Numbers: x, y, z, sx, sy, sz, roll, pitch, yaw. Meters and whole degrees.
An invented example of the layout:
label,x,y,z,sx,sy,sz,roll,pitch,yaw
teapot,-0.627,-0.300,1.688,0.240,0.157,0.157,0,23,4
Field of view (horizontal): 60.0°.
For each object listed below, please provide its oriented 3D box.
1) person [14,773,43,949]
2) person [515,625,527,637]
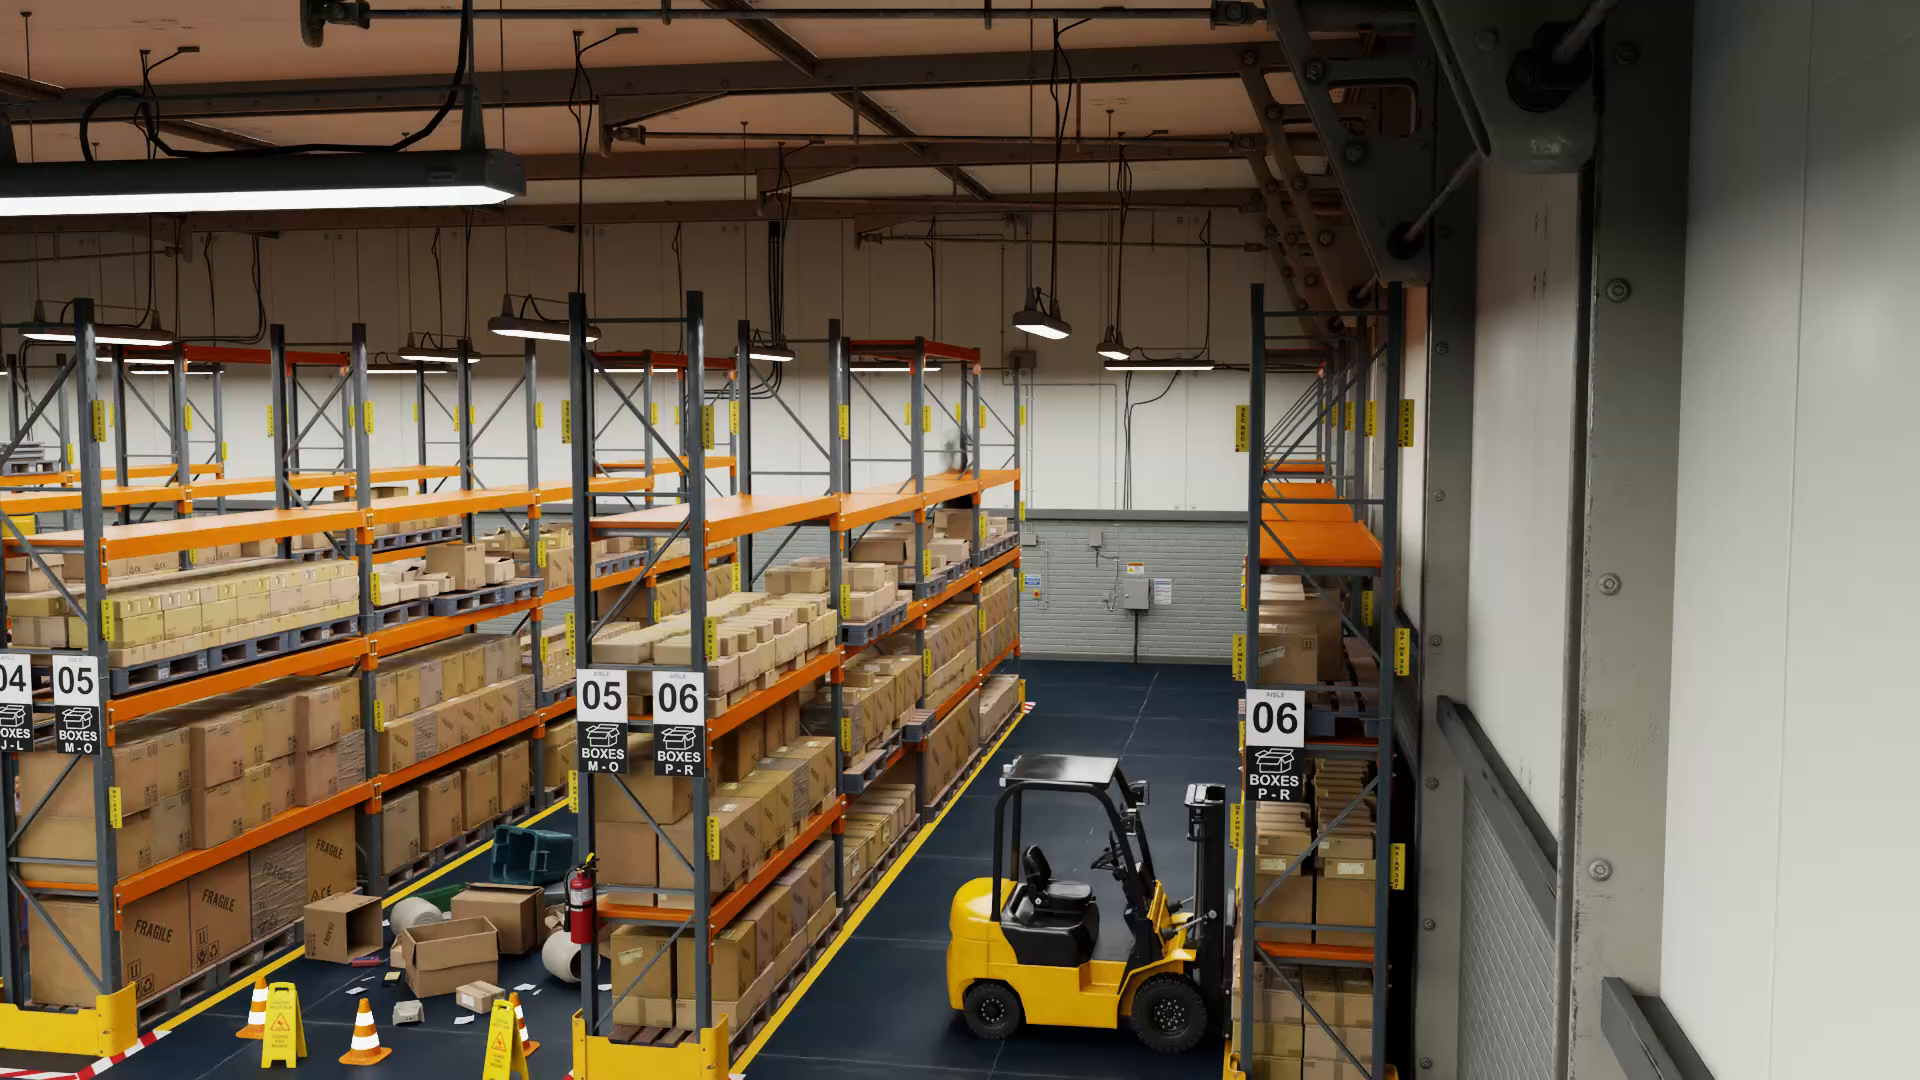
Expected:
label,x,y,z,sx,sy,sz,roll,pitch,yaw
person,-9.036,3.055,16.163,0.629,1.668,0.806,0,5,-2
person,-6.763,2.194,25.613,0.708,1.791,1.040,1,5,6
